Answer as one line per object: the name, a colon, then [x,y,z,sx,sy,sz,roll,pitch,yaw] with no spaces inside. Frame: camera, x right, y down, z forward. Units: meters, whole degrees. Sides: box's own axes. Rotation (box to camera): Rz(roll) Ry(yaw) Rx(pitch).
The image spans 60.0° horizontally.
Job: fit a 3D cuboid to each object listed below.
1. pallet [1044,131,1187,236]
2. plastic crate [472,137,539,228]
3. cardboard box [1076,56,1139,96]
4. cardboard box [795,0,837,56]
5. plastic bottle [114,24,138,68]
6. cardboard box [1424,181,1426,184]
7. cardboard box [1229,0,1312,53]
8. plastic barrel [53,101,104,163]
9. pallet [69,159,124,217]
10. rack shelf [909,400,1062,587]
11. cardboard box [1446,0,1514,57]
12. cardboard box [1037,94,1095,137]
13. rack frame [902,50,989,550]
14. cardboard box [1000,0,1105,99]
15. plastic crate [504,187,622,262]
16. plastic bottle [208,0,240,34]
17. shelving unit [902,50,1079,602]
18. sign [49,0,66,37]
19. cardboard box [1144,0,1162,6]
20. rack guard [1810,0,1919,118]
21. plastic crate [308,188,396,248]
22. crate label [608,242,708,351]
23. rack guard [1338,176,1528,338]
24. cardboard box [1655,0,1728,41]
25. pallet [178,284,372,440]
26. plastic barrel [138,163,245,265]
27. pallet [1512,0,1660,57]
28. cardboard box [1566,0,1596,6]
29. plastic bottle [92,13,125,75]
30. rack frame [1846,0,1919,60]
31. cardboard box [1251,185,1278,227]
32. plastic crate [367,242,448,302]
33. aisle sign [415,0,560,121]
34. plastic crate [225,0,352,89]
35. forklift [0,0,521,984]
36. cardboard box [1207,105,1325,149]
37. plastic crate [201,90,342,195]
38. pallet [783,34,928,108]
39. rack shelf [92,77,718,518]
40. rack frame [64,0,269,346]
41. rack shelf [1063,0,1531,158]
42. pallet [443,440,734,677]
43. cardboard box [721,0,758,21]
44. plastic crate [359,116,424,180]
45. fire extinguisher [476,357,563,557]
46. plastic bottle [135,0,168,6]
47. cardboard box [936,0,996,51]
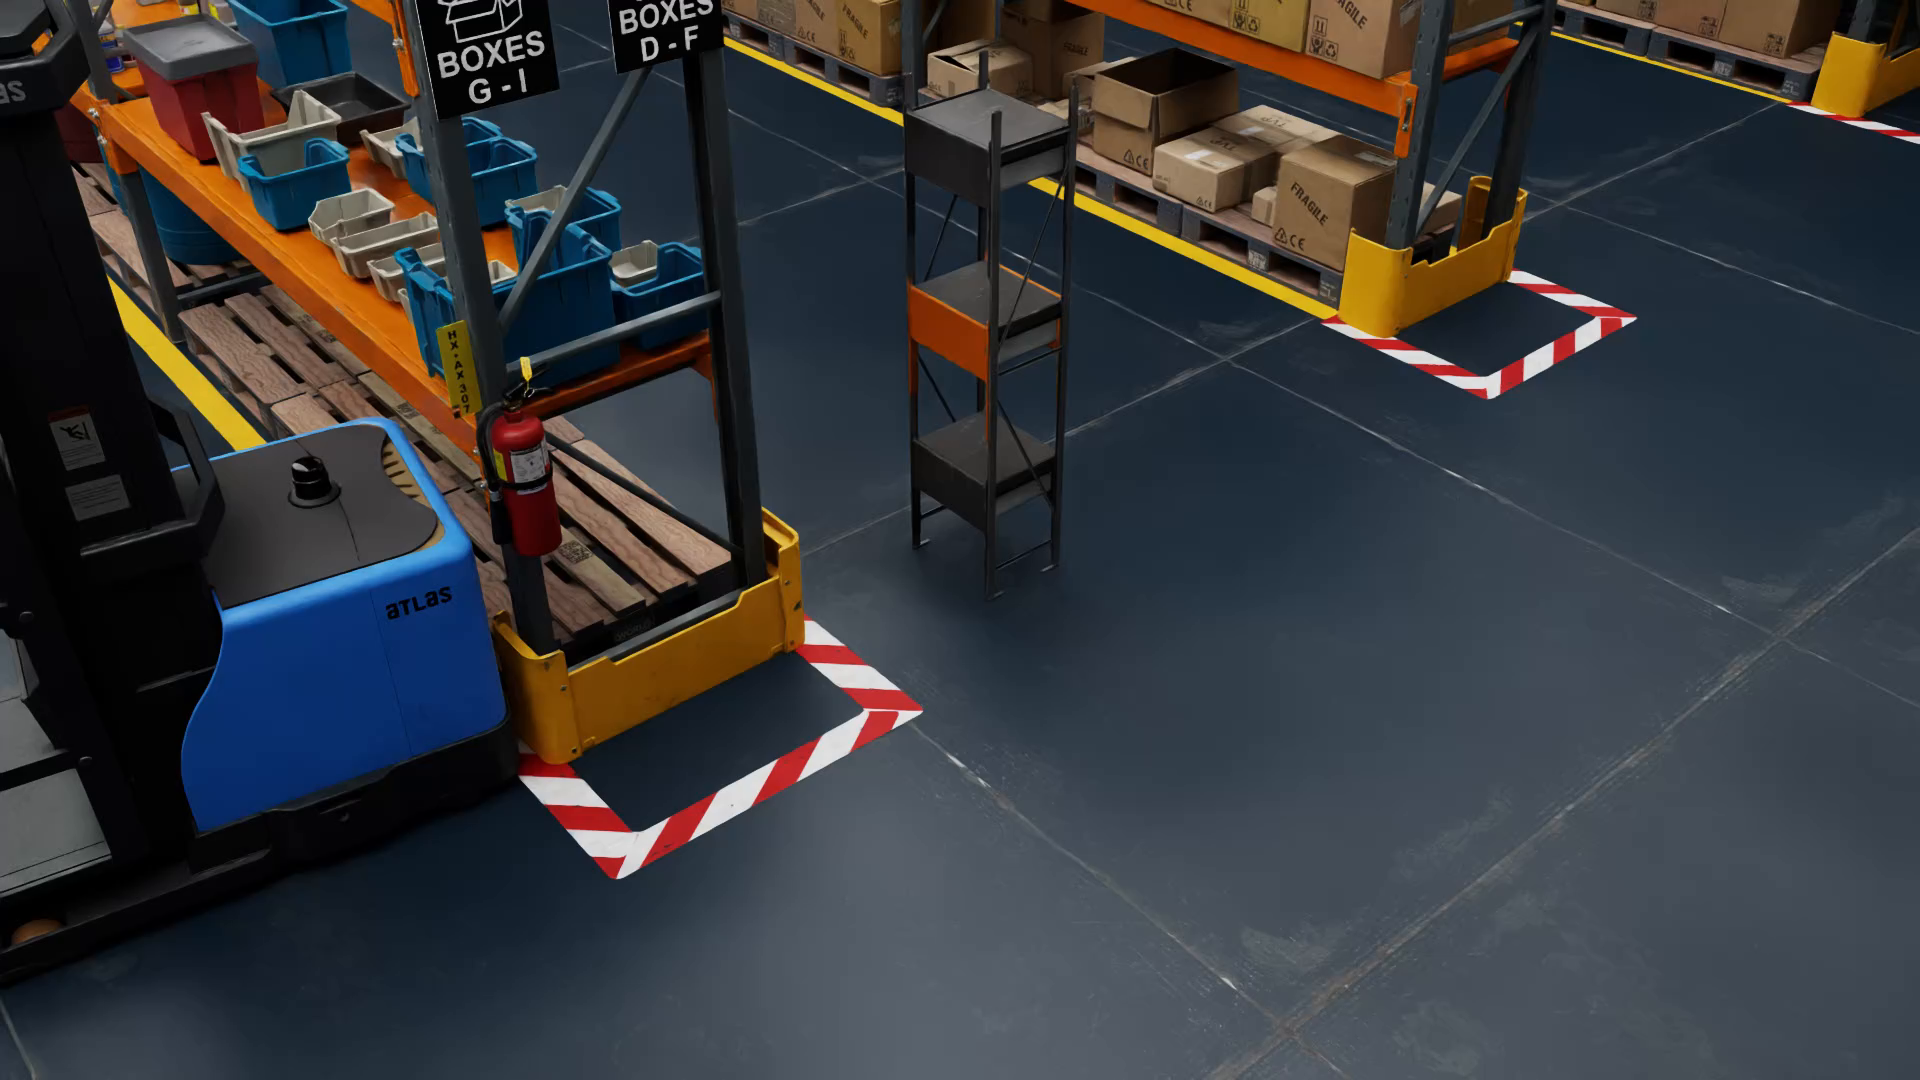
pallet: [1.262,-2.315,10.337,1.003,0.211,1.213,-26,43,-32]
plastic crate: [-1.934,-1.453,6.799,0.416,0.233,0.300,-26,43,-32]
cardboard box: [1.096,-2.901,10.697,0.500,0.311,0.500,-26,43,-32]
cardboard box: [-0.822,-3.788,11.785,0.500,0.500,0.500,-26,43,-32]
plastic bottle: [-4.176,-2.477,8.324,0.097,0.201,0.097,0,35,0]
cardboard box: [2.440,-1.976,9.516,0.380,0.166,0.250,-26,43,-32]
cardboard box: [1.775,-2.894,8.655,0.500,0.500,0.500,-26,43,-31]
plastic barrel: [-5.282,-2.695,10.183,0.600,0.588,0.708,-26,43,-32]
pallet: [-5.016,-2.207,10.184,1.003,0.211,1.213,-26,43,-32]
rack shelf: [0.107,-0.201,6.952,0.431,0.518,0.480,-26,43,-32]
cardboard box: [2.524,-2.865,8.613,0.500,0.500,0.500,-25,42,-31]
cardboard box: [0.700,-2.675,10.502,0.380,0.166,0.250,-26,43,-32]
rack frame: [-0.051,-0.892,6.692,0.400,2.100,0.015,-26,43,-32]
cardboard box: [0.612,-3.309,11.110,0.500,0.500,0.500,-26,43,-32]
plastic crate: [-1.510,-1.163,6.389,0.416,0.233,0.300,-26,43,-32]
plastic bottle: [-3.764,-2.724,8.543,0.144,0.351,0.185,-26,43,-32]
shelving unit: [0.107,-0.784,6.540,0.431,2.100,0.503,-26,43,-32]
sign: [-4.180,-2.359,7.745,0.100,0.325,0.005,-26,43,-32]
cardboard box: [1.132,-3.339,9.283,0.500,0.500,0.500,-27,43,-32]
rack guard: [6.407,-3.348,11.545,1.175,0.500,0.348,-26,43,-32]
plastic crate: [-2.421,-1.264,6.616,0.298,0.136,0.250,-26,43,-32]
crate label: [-1.085,-0.872,5.979,0.416,0.233,0.303,-26,43,-32]
rack guard: [2.560,-1.543,8.996,1.175,0.500,0.348,-26,43,-32]
cardboard box: [5.540,-4.023,12.134,0.700,0.500,0.500,-26,43,-32]
pallet: [-3.254,-1.002,8.482,1.003,0.211,1.213,-26,43,-32]
plastic barrel: [-4.096,-2.012,8.947,0.600,0.901,0.708,-26,43,-32]
pallet: [5.032,-4.103,12.861,1.003,0.211,1.213,-26,43,-32]
cardboard box: [4.865,-4.477,12.776,0.700,0.500,0.500,-25,42,-31]
plastic bottle: [-4.260,-2.453,8.225,0.152,0.276,0.135,-26,43,-32]
rack frame: [6.391,-4.379,10.838,1.000,3.000,0.127,-26,43,-32]
cardboard box: [1.878,-1.914,9.427,0.380,0.166,0.250,-26,43,-32]
plastic crate: [-2.018,-1.027,6.280,0.396,0.136,0.243,-26,43,-32]
aisle sign: [-1.354,-1.604,4.670,0.394,0.787,0.004,-26,43,-32]
plastic crate: [-3.196,-2.389,7.990,0.392,0.384,0.575,-26,43,-32]
forklift: [-3.110,-0.114,4.874,3.031,2.935,1.130,-19,40,-25]
cardboard box: [1.830,-2.375,10.006,0.500,0.250,0.500,-26,43,-32]
plastic crate: [-2.914,-1.683,7.082,0.437,0.282,0.530,-26,43,-32]
pallet: [-0.526,-3.503,12.013,1.003,0.211,1.213,-26,43,-32]
rack shelf: [-2.468,-1.273,7.075,1.077,0.370,4.000,-26,43,-32]
rack frame: [-3.758,-2.450,8.114,1.000,3.000,0.127,-26,43,-32]
rack shelf: [1.319,-3.119,9.681,1.077,0.370,4.000,-26,43,-32]
pallet: [-1.680,0.075,6.961,1.003,0.211,1.213,-26,43,-32]
cardboard box: [-1.475,-4.233,12.413,0.500,0.500,0.500,-28,44,-33]
plastic crate: [-2.405,-1.710,7.246,0.293,0.136,0.466,-26,43,-32]
fire extinguisher: [-1.427,-0.264,5.417,0.296,0.674,0.183,-26,43,-32]
plastic bottle: [-4.480,-3.098,9.136,0.152,0.276,0.135,-26,43,-32]
cardboard box: [-0.098,-3.760,11.745,0.500,0.500,0.500,-28,44,-34]
